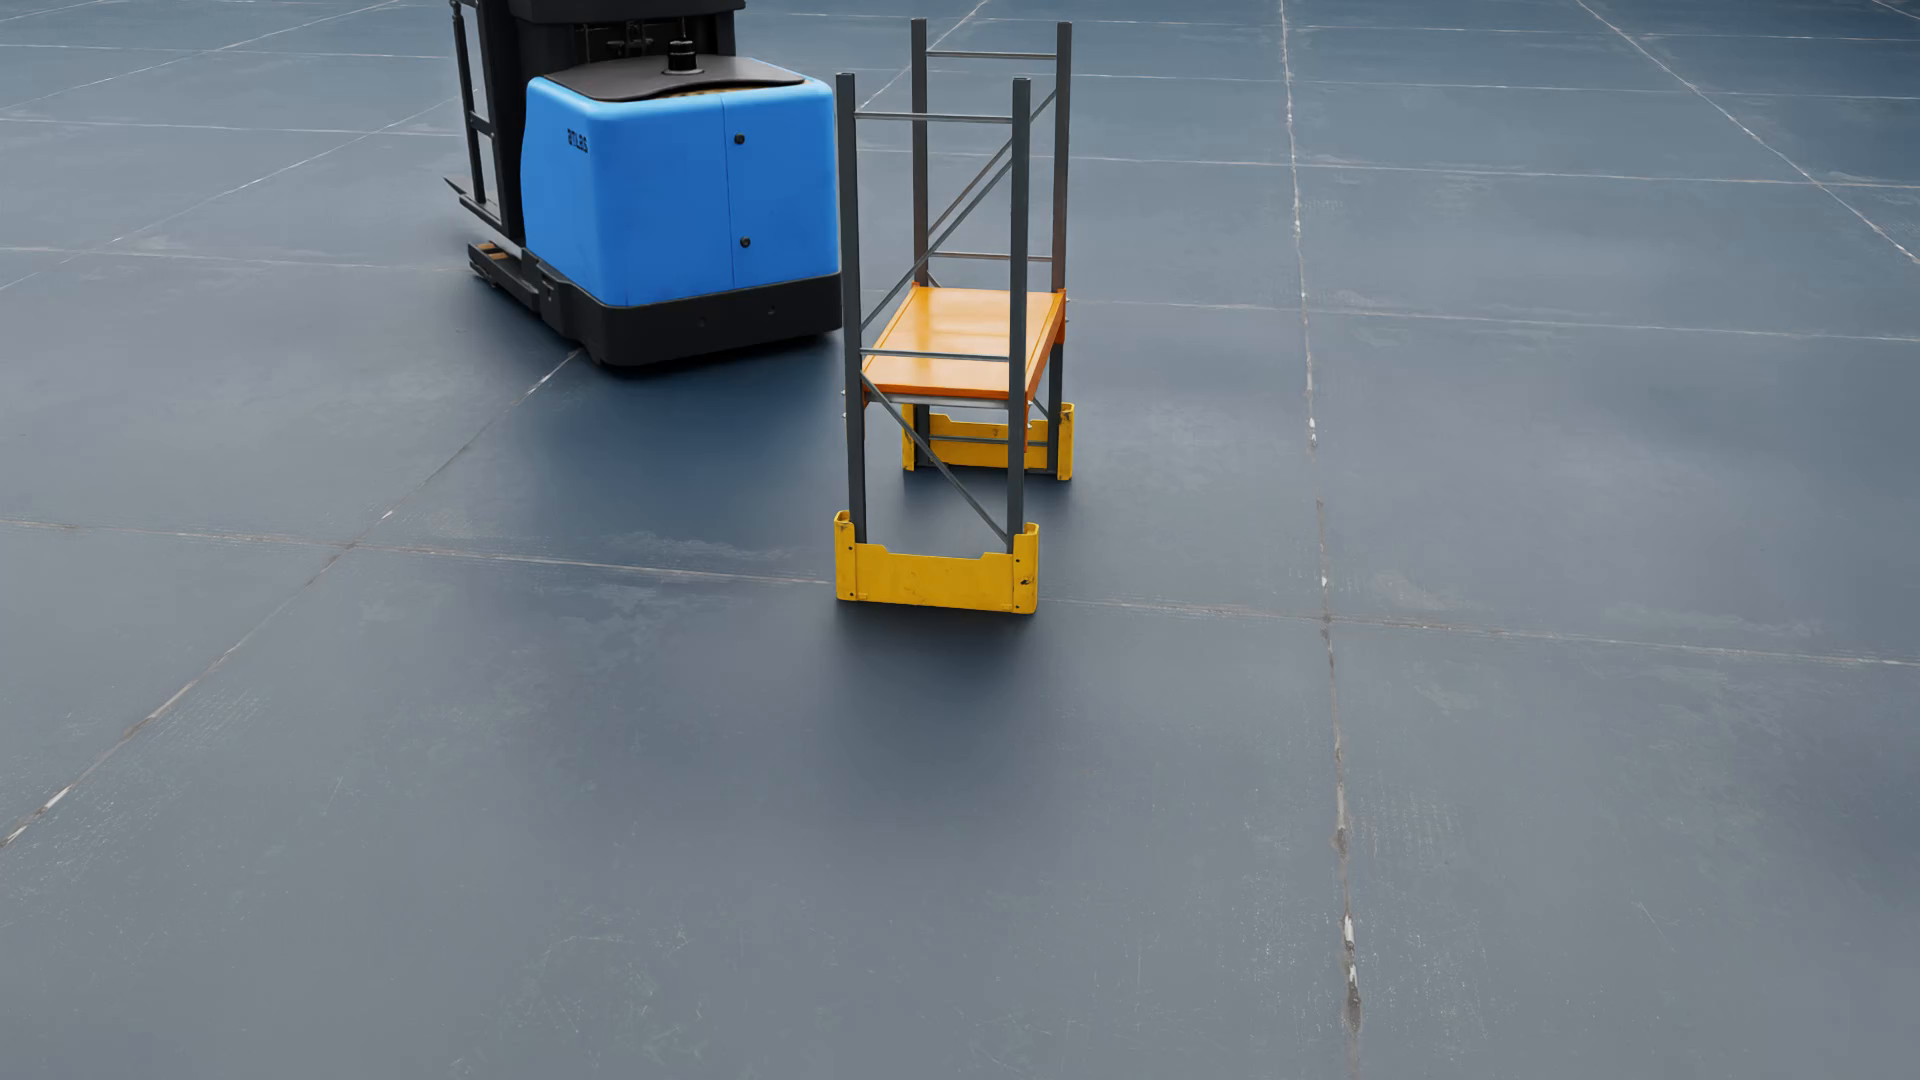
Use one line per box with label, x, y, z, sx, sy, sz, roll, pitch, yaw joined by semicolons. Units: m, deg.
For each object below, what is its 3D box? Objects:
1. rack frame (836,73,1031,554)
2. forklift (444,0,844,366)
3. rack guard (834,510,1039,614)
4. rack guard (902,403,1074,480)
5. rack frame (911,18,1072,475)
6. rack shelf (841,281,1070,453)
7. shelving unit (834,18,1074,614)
rack frame;-0.069;-0.502;4.554;0.500;1.500;0.032;4;25;9
forklift;-1.679;-2.591;7.329;1.130;2.935;3.031;-14;29;-28
rack guard;-0.069;0.063;4.820;0.587;0.250;0.087;4;25;9
rack guard;0.094;-0.353;5.710;0.587;0.250;0.087;4;25;9
rack frame;0.097;-0.928;5.462;0.500;1.500;0.032;4;25;9
rack shelf;0.014;-0.552;5.085;0.538;0.185;1.000;4;25;9
shelving unit;0.012;-0.711;5.000;0.587;1.500;1.083;4;25;9
